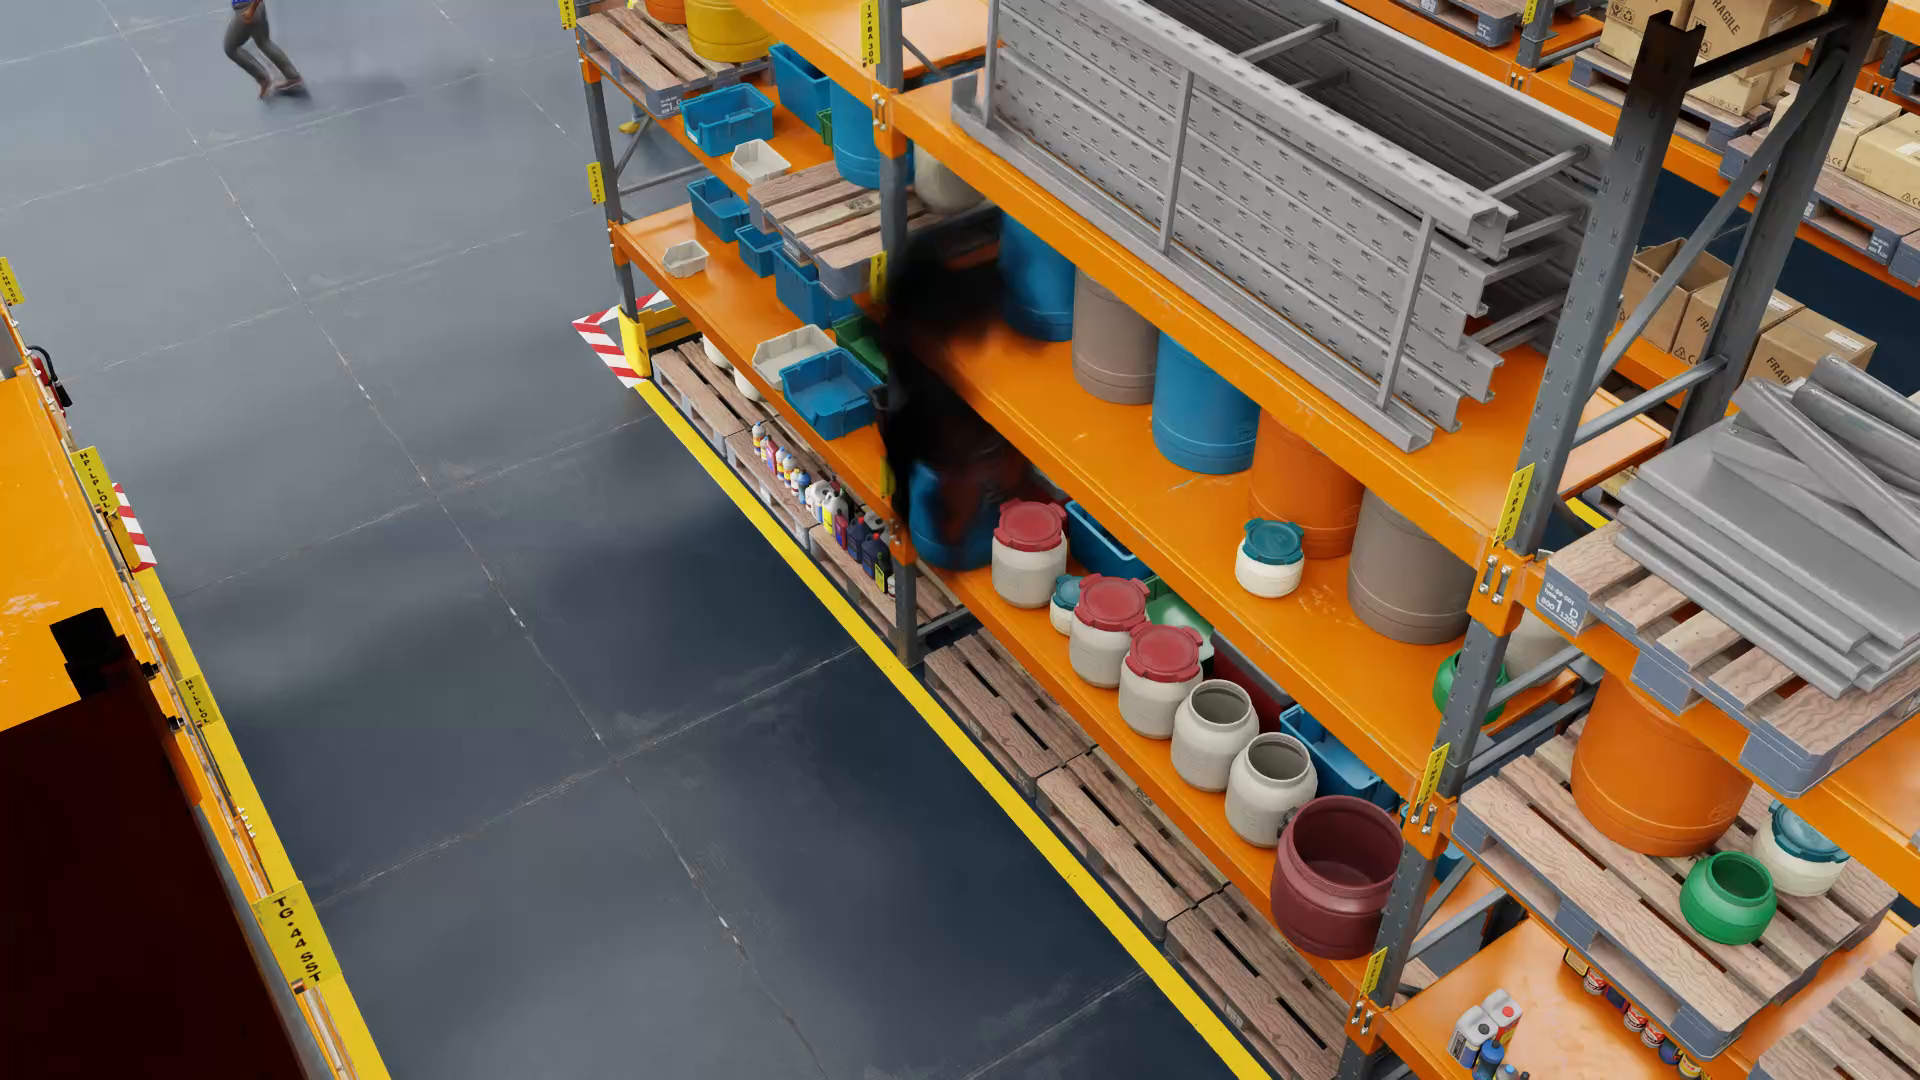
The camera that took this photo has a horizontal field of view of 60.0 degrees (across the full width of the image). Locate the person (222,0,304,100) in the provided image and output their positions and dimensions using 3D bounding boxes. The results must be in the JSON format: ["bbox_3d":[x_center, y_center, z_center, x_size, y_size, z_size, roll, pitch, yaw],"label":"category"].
[{"bbox_3d":[-6.887,-5.051,16.050,0.688,1.644,0.544,-6,43,-6],"label":"person"}]

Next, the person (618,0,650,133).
[{"bbox_3d":[-2.861,-4.641,15.530,0.891,1.762,0.707,-5,43,-5],"label":"person"}]
